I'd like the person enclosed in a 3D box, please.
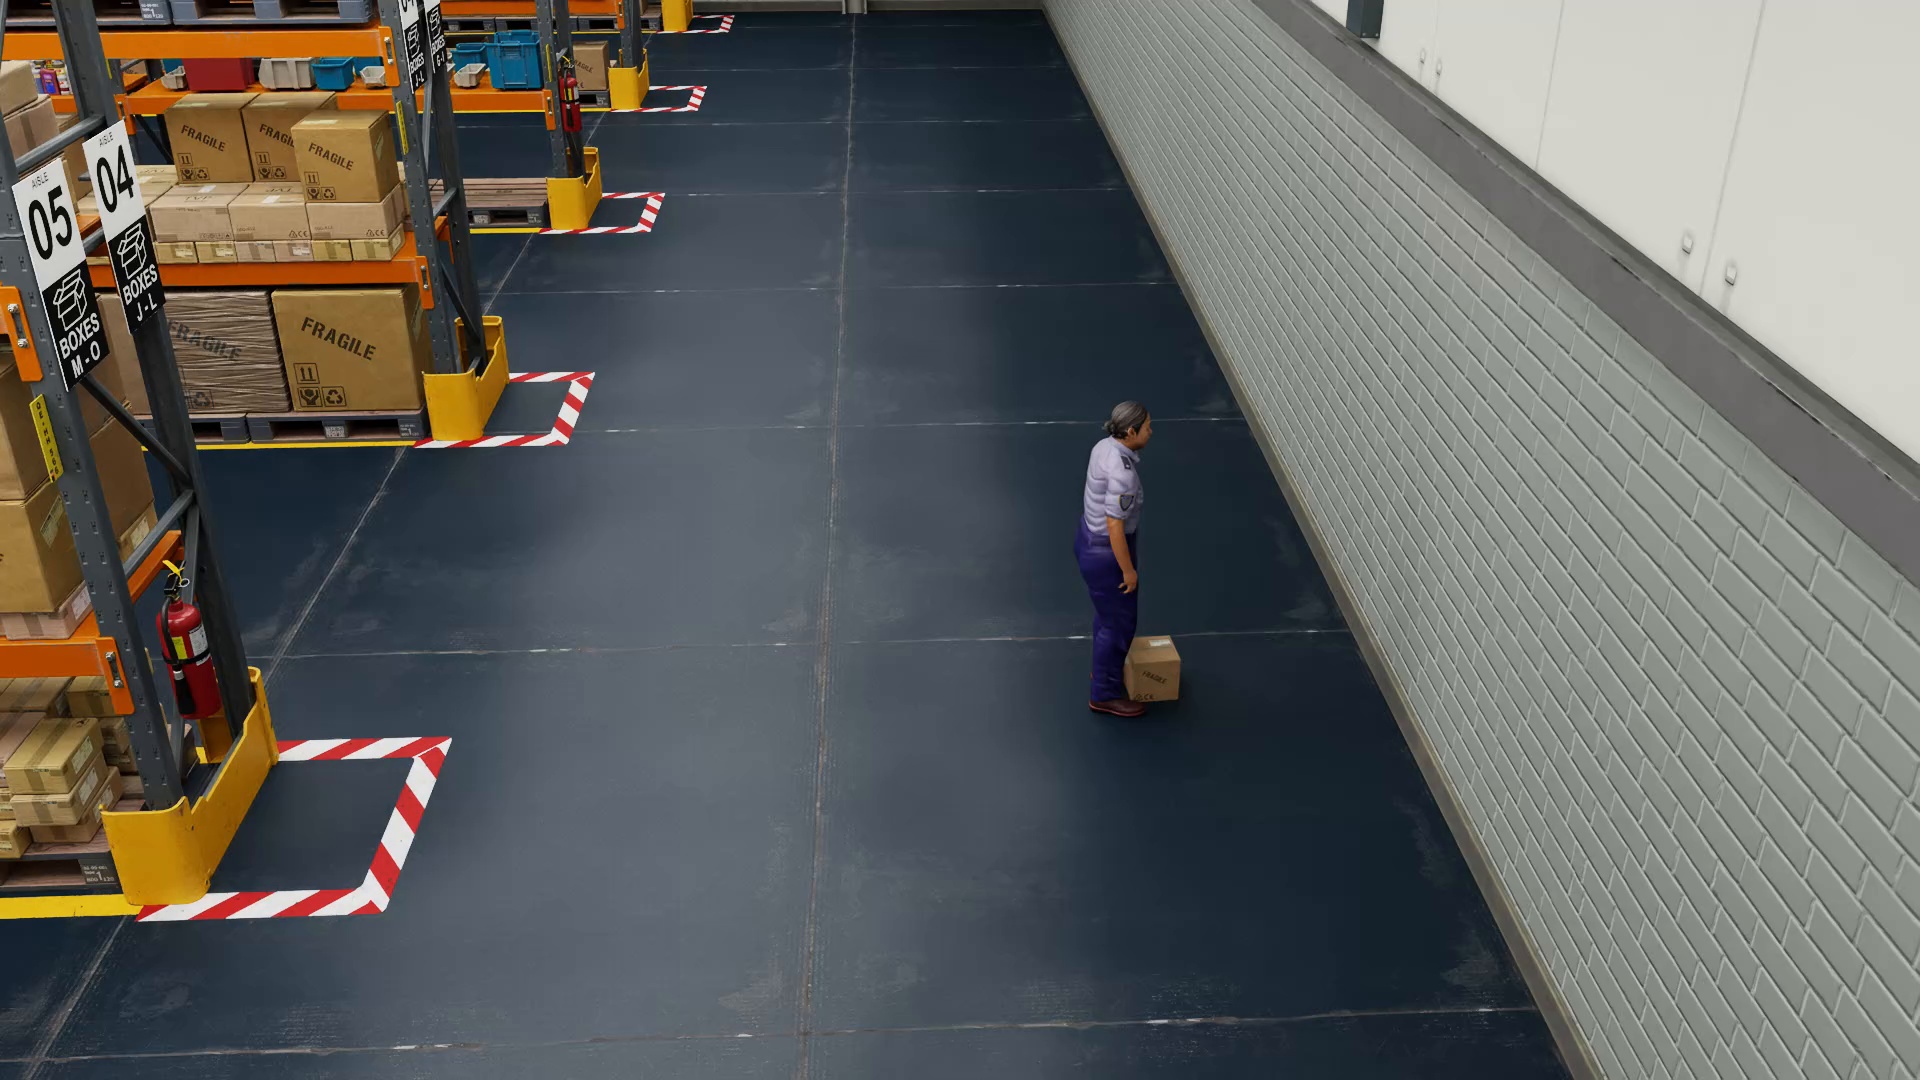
[{"bbox_3d":[0.803,0.070,8.495,0.417,1.652,0.560,-2,28,-5],"label":"person"}]
